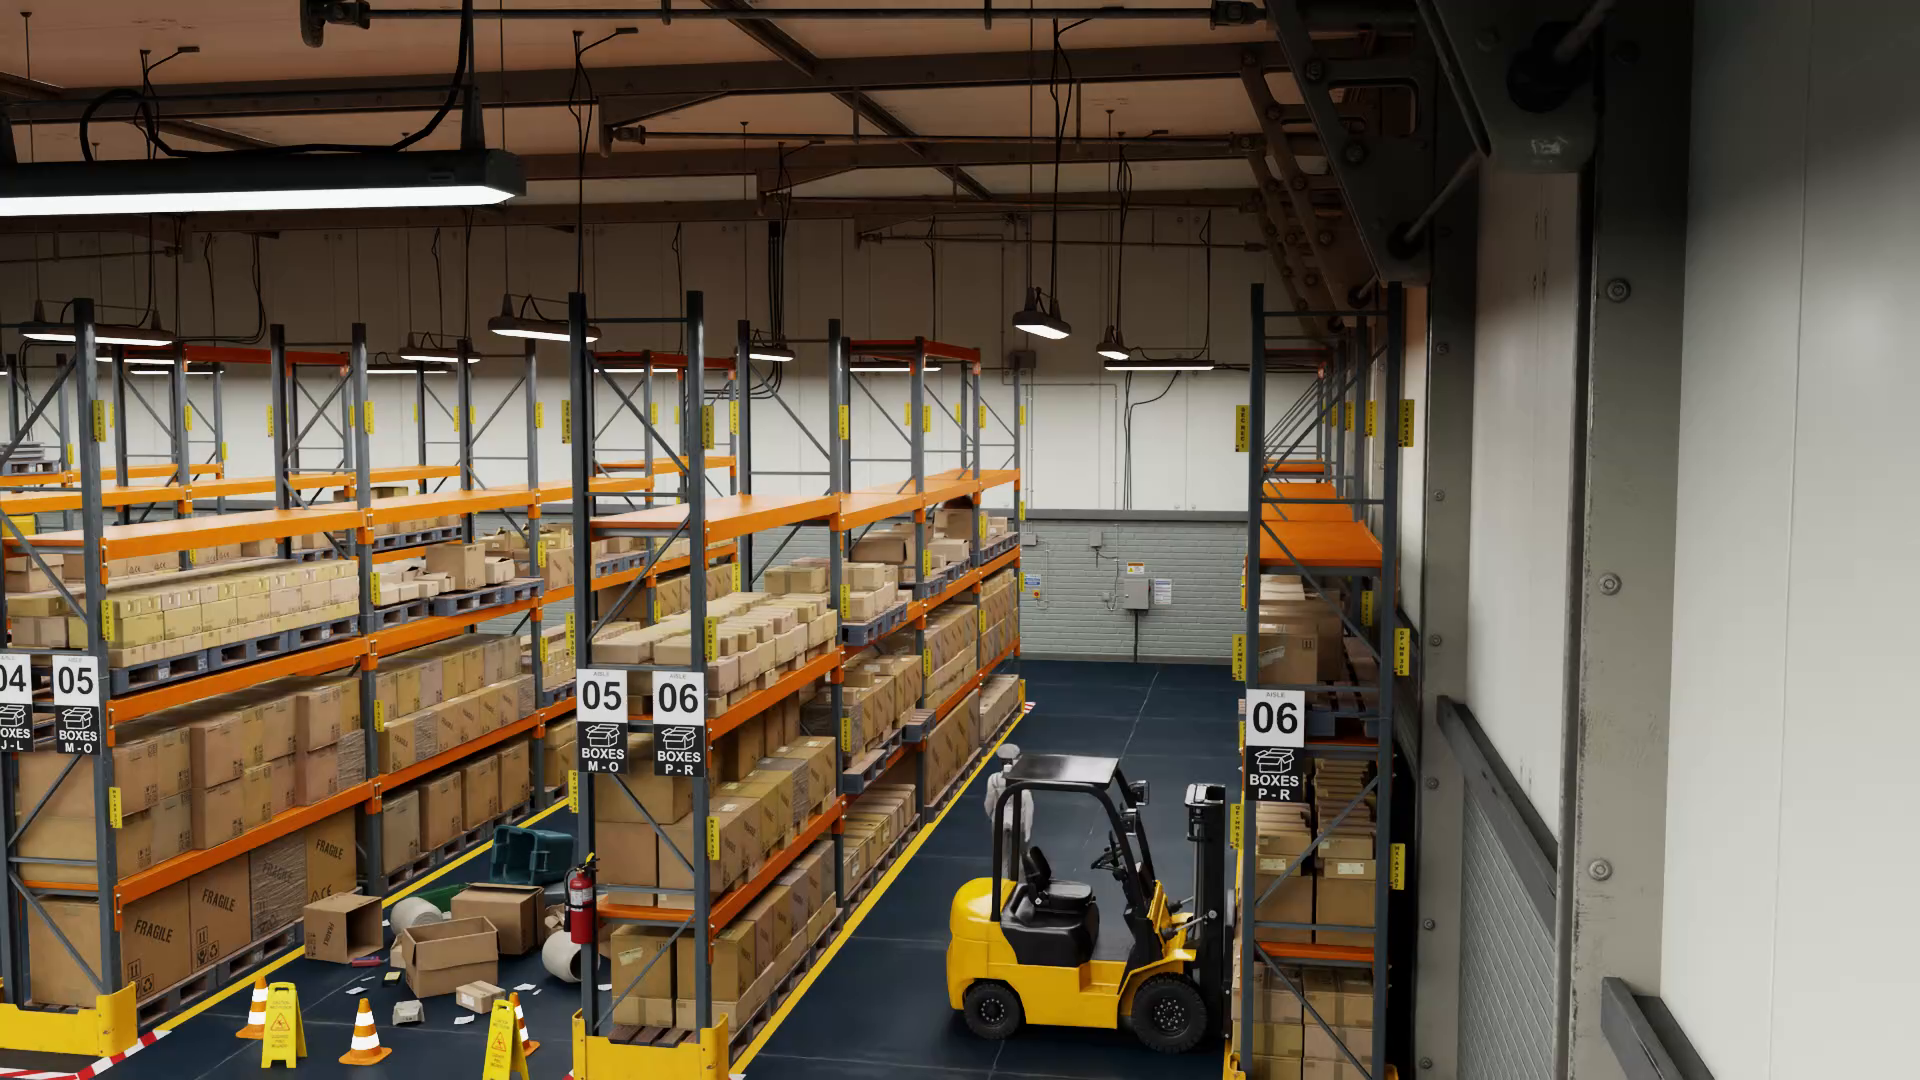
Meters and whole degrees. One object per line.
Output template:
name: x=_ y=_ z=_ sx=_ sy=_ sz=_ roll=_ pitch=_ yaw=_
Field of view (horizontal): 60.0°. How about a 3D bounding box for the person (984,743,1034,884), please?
person: x=0.510 y=2.942 z=17.157 sx=0.519 sy=1.713 sz=0.732 roll=1 pitch=5 yaw=6
